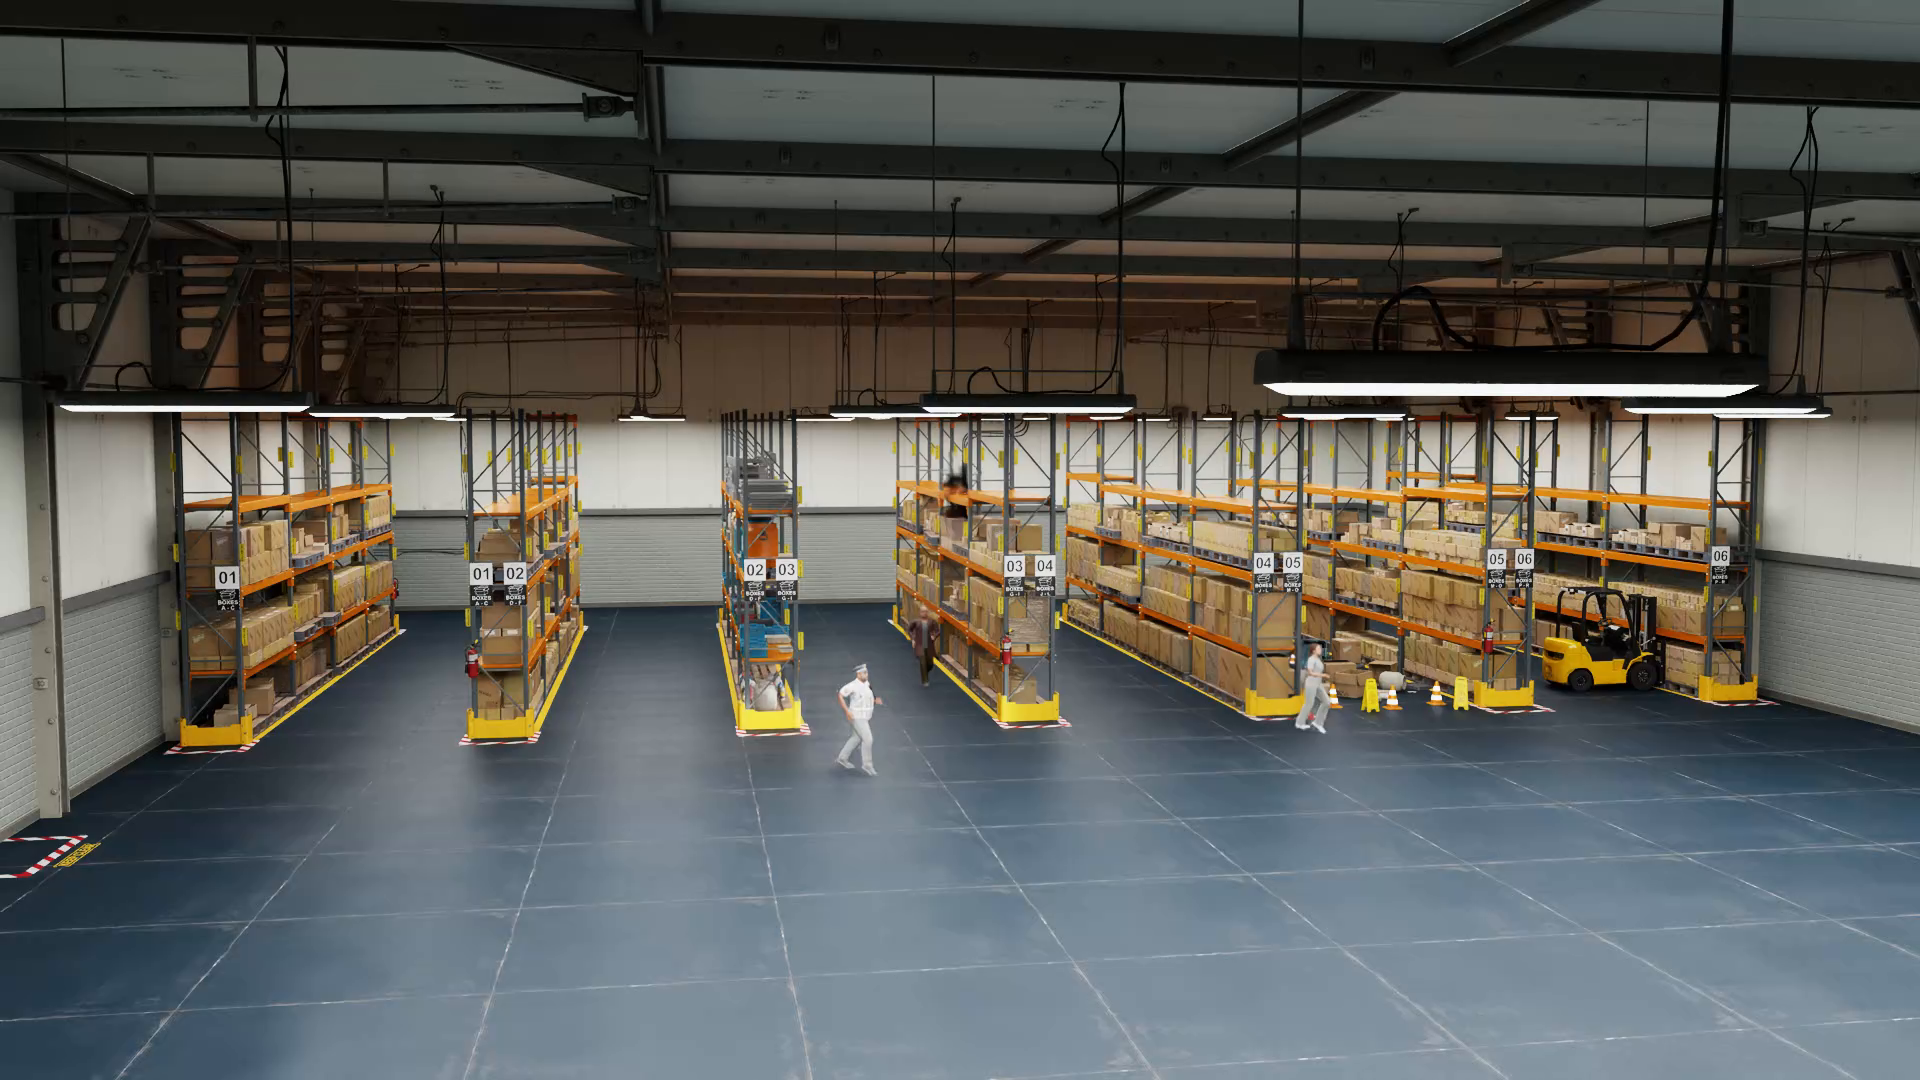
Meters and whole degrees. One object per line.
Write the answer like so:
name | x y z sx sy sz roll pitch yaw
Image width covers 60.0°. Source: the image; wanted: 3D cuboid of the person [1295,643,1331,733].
person | 6.568 2.750 30.865 0.724 1.708 0.558 3 5 38

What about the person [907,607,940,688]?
person | -0.786 2.320 36.249 0.708 1.742 0.799 -1 4 -9

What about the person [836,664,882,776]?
person | -1.659 2.941 27.327 0.795 1.845 0.644 1 4 16
